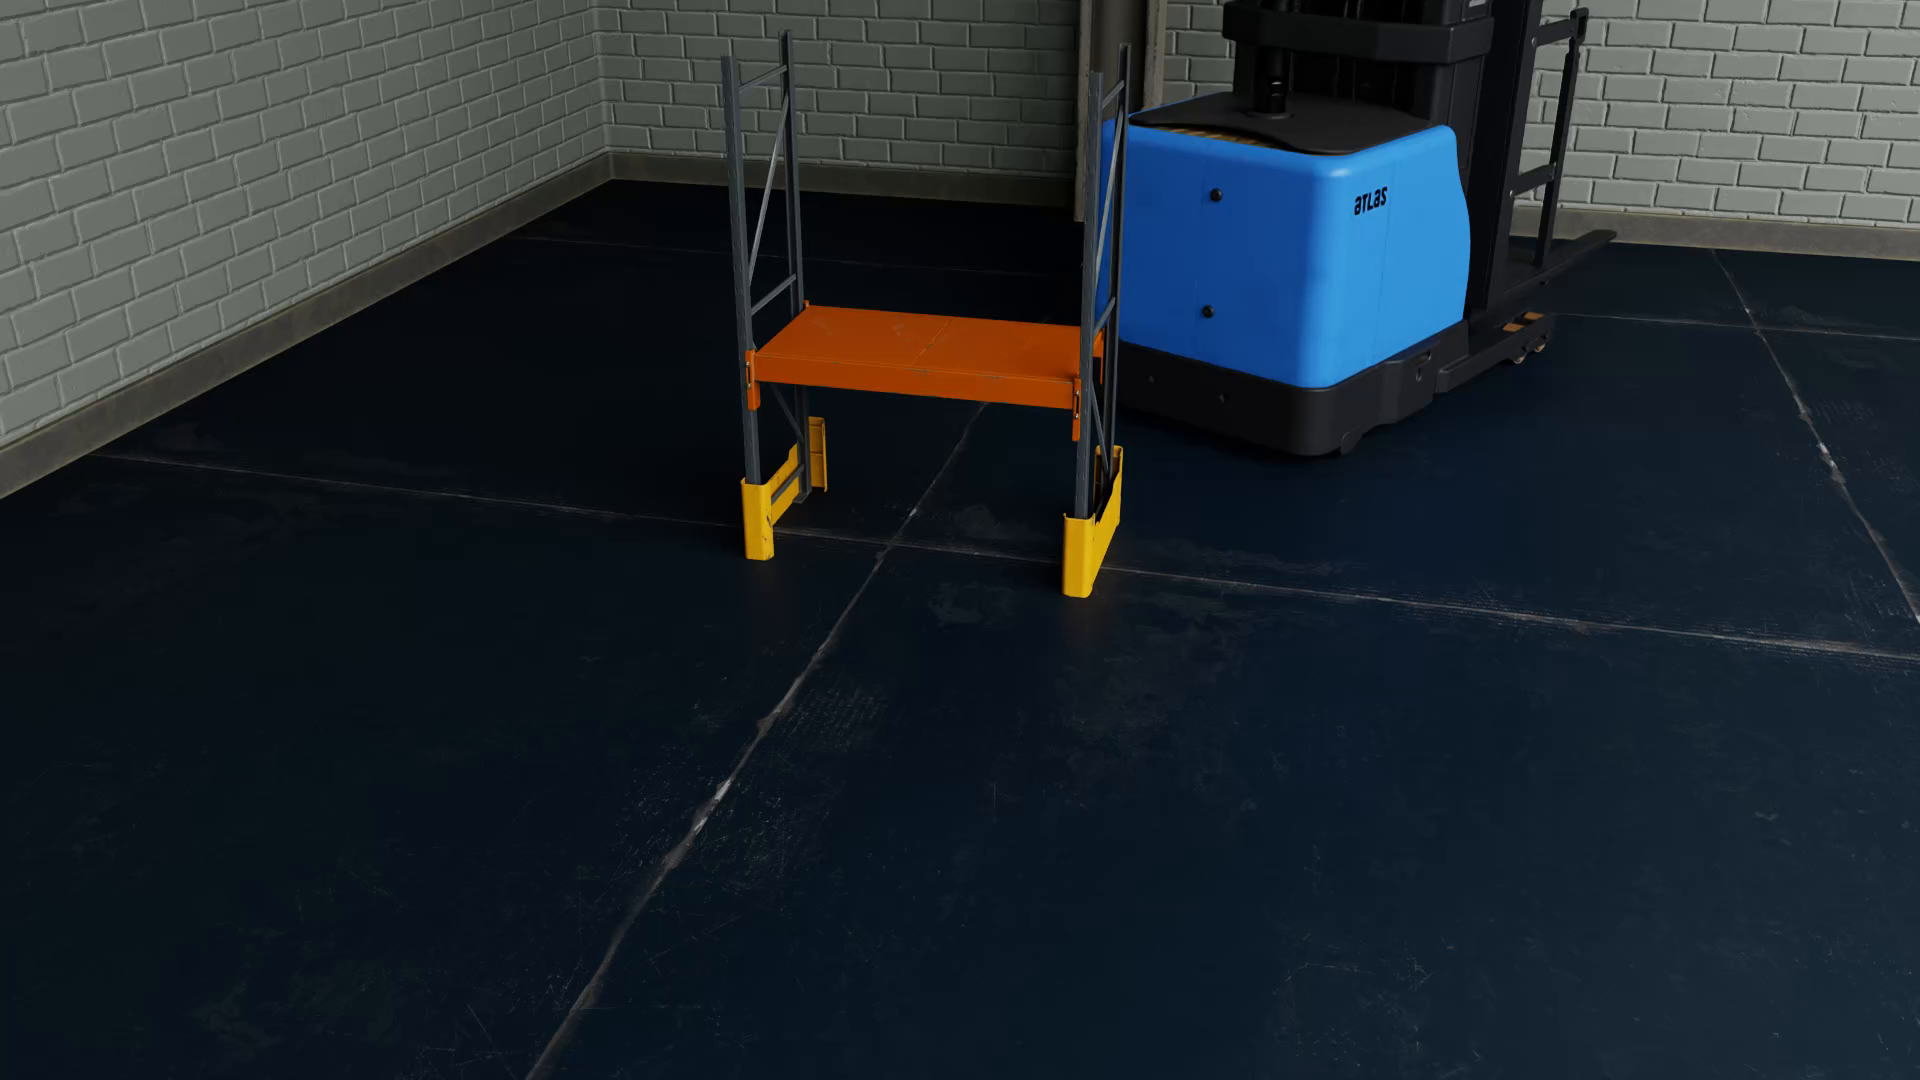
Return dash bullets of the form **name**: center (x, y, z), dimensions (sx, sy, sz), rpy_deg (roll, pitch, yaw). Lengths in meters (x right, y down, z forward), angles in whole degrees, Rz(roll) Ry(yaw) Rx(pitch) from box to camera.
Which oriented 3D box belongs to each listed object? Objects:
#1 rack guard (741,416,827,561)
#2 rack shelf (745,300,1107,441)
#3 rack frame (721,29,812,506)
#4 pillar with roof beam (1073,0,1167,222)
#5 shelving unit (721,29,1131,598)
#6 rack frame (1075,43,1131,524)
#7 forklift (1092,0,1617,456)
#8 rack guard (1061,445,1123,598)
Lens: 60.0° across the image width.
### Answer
- **rack guard**: center (-0.556, -0.174, 5.325), dimensions (0.087, 0.250, 0.587), rpy_deg (6, 26, 13)
- **rack shelf**: center (-0.083, -0.524, 5.024), dimensions (1.000, 0.185, 0.538), rpy_deg (6, 26, 13)
- **rack frame**: center (-0.575, -0.741, 5.061), dimensions (0.032, 1.500, 0.500), rpy_deg (6, 26, 13)
- **pillar with roof beam**: center (-0.244, -4.000, 3.182), dimensions (0.400, 9.000, 9.100), rpy_deg (6, 26, 13)
- **shelving unit**: center (-0.074, -0.685, 4.945), dimensions (1.083, 1.500, 0.587), rpy_deg (6, 26, 13)
- **rack frame**: center (0.410, -0.632, 4.832), dimensions (0.032, 1.500, 0.500), rpy_deg (6, 26, 13)
- **forklift**: center (1.810, -2.164, 6.385), dimensions (1.130, 2.935, 3.031), rpy_deg (21, 32, 37)
- **rack guard**: center (0.408, -0.068, 5.101), dimensions (0.087, 0.250, 0.587), rpy_deg (6, 26, 13)
